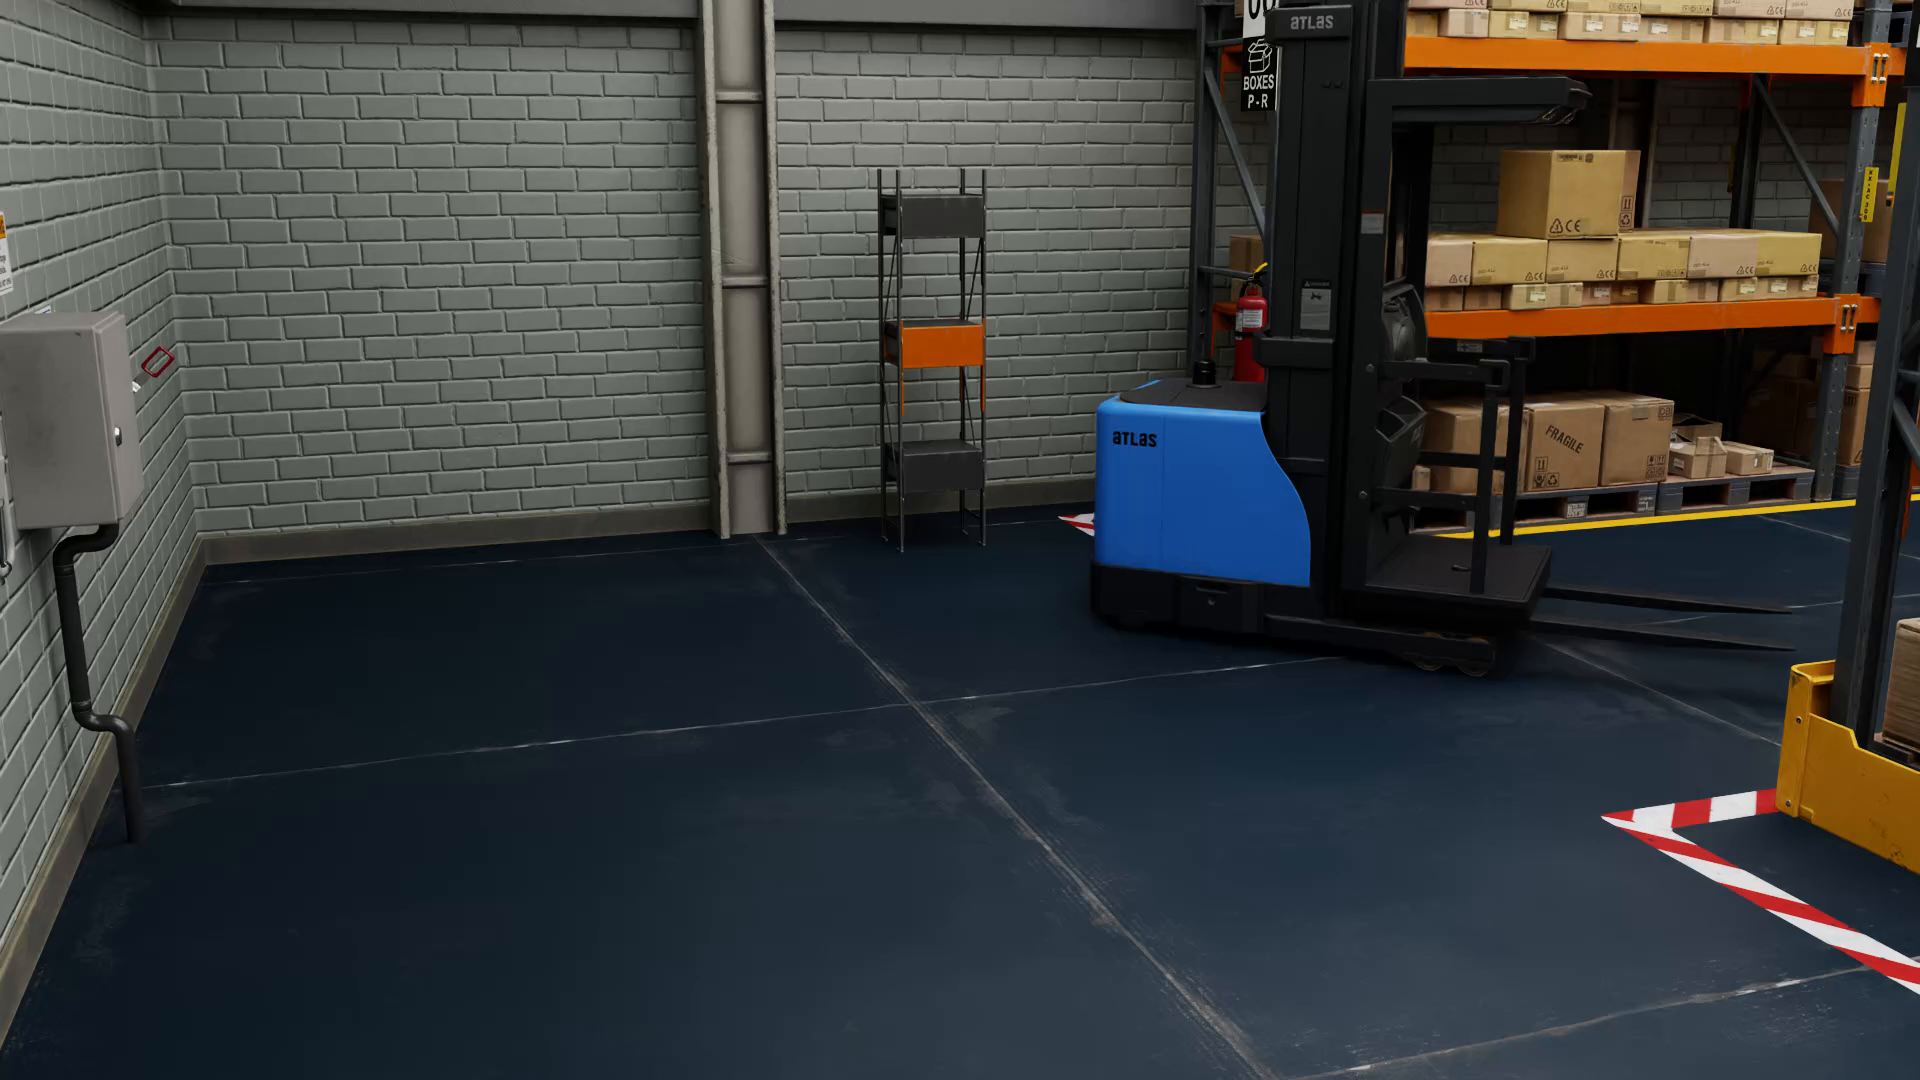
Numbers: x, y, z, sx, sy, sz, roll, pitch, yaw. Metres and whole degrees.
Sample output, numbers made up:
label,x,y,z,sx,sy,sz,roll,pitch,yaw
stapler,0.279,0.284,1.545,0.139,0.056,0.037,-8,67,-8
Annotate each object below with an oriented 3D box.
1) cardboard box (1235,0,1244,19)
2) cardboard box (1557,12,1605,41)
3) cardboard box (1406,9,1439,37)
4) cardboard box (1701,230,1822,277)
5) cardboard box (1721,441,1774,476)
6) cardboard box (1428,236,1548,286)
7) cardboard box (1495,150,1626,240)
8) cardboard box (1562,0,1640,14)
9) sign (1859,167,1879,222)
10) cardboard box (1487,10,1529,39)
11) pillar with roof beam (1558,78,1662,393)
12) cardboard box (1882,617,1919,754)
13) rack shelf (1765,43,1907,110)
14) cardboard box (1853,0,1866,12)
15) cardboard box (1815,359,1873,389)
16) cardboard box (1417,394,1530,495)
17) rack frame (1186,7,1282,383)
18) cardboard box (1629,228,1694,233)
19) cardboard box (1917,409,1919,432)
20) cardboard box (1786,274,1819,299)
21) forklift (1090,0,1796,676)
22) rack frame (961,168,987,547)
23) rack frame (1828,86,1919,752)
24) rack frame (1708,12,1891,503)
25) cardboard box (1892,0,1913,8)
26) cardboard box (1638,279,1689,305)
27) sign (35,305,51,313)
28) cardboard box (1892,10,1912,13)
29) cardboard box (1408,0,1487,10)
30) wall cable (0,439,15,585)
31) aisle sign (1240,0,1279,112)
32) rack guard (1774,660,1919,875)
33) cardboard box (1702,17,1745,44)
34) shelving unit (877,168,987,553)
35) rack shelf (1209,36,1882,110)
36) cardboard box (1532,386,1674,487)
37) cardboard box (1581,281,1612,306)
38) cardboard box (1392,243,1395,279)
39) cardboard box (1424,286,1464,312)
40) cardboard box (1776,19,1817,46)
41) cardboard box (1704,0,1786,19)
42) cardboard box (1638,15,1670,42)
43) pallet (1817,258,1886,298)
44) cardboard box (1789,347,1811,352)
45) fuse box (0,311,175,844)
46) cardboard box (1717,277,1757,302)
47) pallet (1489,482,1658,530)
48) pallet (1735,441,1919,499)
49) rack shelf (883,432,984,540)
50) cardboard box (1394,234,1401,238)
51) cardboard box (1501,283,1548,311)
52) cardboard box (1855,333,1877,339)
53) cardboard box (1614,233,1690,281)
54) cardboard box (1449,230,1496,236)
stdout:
label,x,y,z,sx,sy,sz,roll,pitch,yaw
cardboard box,1.923,-3.139,9.558,0.500,0.250,0.500,-5,14,-19
cardboard box,3.448,-2.917,9.486,0.250,0.149,0.380,-4,14,-18
cardboard box,2.453,-2.866,9.269,0.250,0.149,0.380,-4,14,-18
cardboard box,4.974,-1.792,10.375,0.500,0.250,0.500,-4,14,-17
cardboard box,4.945,-0.523,10.612,0.250,0.149,0.380,-5,14,-20
cardboard box,3.061,-1.637,9.726,0.500,0.250,0.500,-5,14,-19
cardboard box,3.526,-2.038,9.788,0.500,0.500,0.500,-4,14,-17
cardboard box,3.543,-3.140,9.561,0.500,0.250,0.500,-5,14,-19
sign,5.560,-2.114,10.177,0.005,0.325,0.100,-4,14,-18
cardboard box,2.968,-2.882,9.340,0.250,0.149,0.380,-4,14,-18
pillar with roof beam,5.805,-3.932,6.726,0.400,9.000,9.100,-4,14,-18
cardboard box,3.768,0.544,5.503,0.875,0.438,0.875,-5,14,-20
rack shelf,7.275,-3.068,11.131,4.000,0.370,1.077,-4,14,-18
cardboard box,5.644,-3.439,10.554,0.250,0.149,0.380,-4,14,-18
cardboard box,5.804,-1.083,10.806,0.250,0.149,0.380,-4,14,-15
cardboard box,3.021,-0.583,10.106,0.500,0.500,0.700,-4,14,-16
rack frame,1.588,-1.516,9.533,0.127,3.000,1.000,-4,14,-18
cardboard box,4.351,-1.867,10.691,0.500,0.250,0.500,-5,14,-19
cardboard box,6.411,-0.827,11.132,0.500,0.500,0.500,-5,14,-19
cardboard box,5.158,-1.610,10.472,0.250,0.149,0.380,-4,14,-17
forklift,2.181,-0.977,7.418,3.031,2.935,1.130,6,15,24
rack frame,0.074,-1.027,9.424,0.015,2.100,0.400,-4,14,-18
rack frame,3.175,-0.427,4.958,0.127,3.000,1.000,-4,14,-18
rack frame,5.379,-1.811,10.775,0.127,3.000,1.000,-4,14,-18
cardboard box,5.789,-3.336,10.122,0.250,0.149,0.380,-4,14,-17
cardboard box,4.189,-1.523,10.107,0.250,0.149,0.380,-5,14,-19
sign,-3.047,-0.525,5.571,0.001,0.494,0.329,-4,14,-18
cardboard box,6.119,-3.484,10.745,0.250,0.149,0.380,-5,14,-20
cardboard box,2.571,-3.062,9.232,0.500,0.250,0.500,-4,14,-17
wall cable,-2.625,-0.811,4.373,0.122,1.984,0.588,-4,14,-18
aisle sign,1.617,-2.711,8.941,0.004,0.787,0.394,-4,14,-18
rack guard,3.152,0.790,5.240,0.348,0.500,1.175,-4,14,-18
cardboard box,4.408,-3.004,9.852,0.250,0.149,0.380,-5,14,-18
shelving unit,-0.157,-1.009,9.348,0.503,2.100,0.431,-4,14,-18
rack shelf,3.484,-2.773,9.890,4.000,0.370,1.077,-4,14,-18
cardboard box,4.005,-0.660,10.428,0.500,0.500,0.700,-5,14,-20
cardboard box,3.689,-1.500,10.010,0.250,0.149,0.380,-4,14,-18
cardboard box,2.104,-1.562,9.409,0.500,0.250,0.500,-4,14,-18
cardboard box,2.711,-1.419,9.669,0.250,0.149,0.380,-4,14,-16
cardboard box,4.900,-3.039,10.000,0.250,0.149,0.380,-4,14,-18
cardboard box,4.513,-3.211,9.859,0.500,0.250,0.500,-5,14,-20
cardboard box,3.909,-2.971,9.712,0.250,0.149,0.380,-4,14,-17
pallet,6.171,-1.753,10.944,1.213,0.211,1.003,-4,14,-18
cardboard box,5.884,-1.226,11.407,0.250,0.149,0.380,-4,14,-18
fuse box,-2.694,0.149,5.318,0.414,1.711,0.539,-4,14,-18
cardboard box,4.679,-1.561,10.268,0.250,0.149,0.380,-4,14,-17
pallet,3.570,-0.313,10.503,1.213,0.211,1.003,-4,14,-18
pallet,6.138,-0.523,11.385,1.213,0.211,1.003,-4,14,-18
rack shelf,-0.157,-0.315,9.514,0.480,0.518,0.431,-4,14,-18
cardboard box,2.429,-1.718,10.063,0.500,0.250,0.500,-4,14,-18
cardboard box,3.224,-1.442,9.765,0.250,0.149,0.380,-5,14,-20
cardboard box,6.035,-1.257,10.897,0.250,0.149,0.380,-5,14,-21
cardboard box,4.027,-1.718,10.063,0.500,0.250,0.500,-5,14,-18
cardboard box,3.395,-1.792,10.374,0.500,0.250,0.500,-4,14,-18
